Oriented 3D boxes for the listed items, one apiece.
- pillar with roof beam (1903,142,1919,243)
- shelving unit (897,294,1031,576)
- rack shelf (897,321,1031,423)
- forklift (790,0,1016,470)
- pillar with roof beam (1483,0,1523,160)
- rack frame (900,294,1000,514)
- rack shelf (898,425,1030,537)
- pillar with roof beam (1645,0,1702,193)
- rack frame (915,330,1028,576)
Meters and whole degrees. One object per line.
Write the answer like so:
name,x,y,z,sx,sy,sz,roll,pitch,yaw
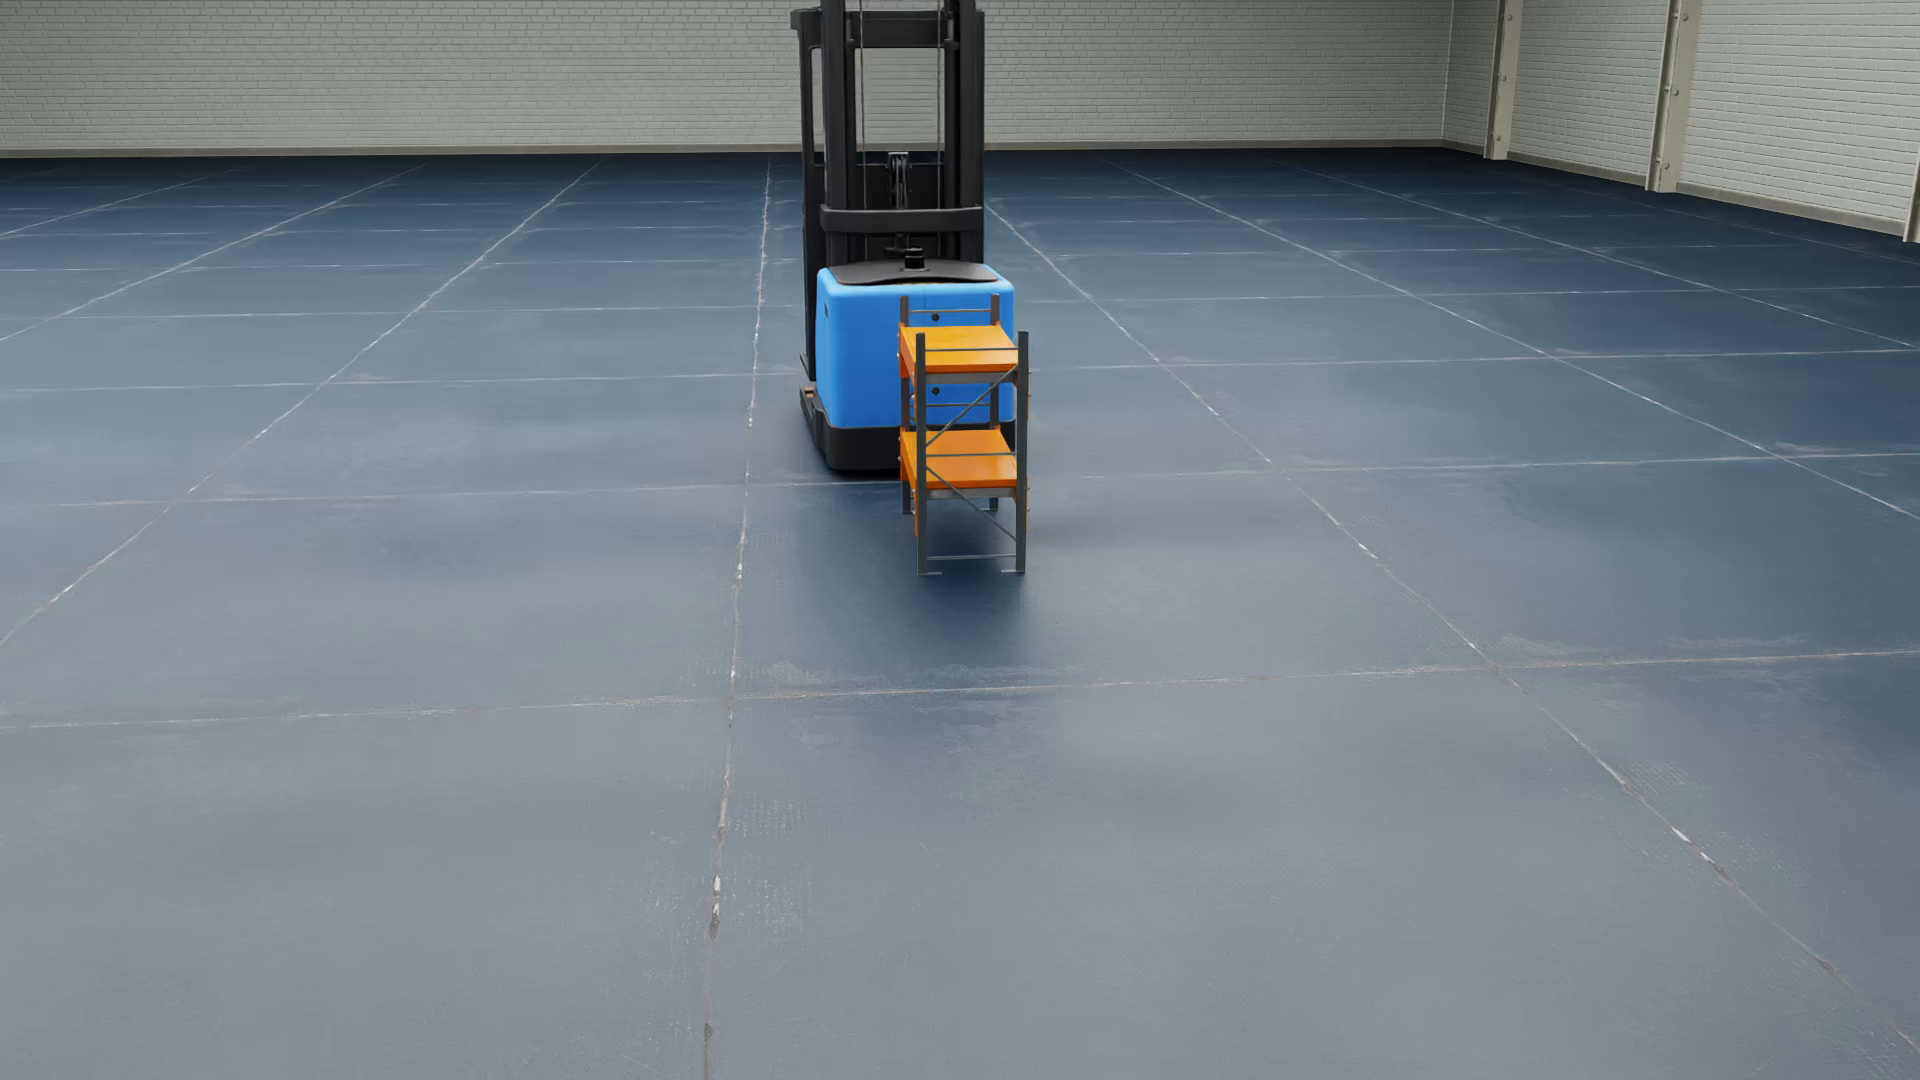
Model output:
pillar with roof beam,6.732,-7.544,17.184,9.100,9.000,0.400,-2,18,-6
shelving unit,0.001,-0.535,8.002,0.538,1.125,1.048,-2,18,-6
rack shelf,0.001,-0.814,7.915,0.538,0.278,1.000,-2,18,-6
forklift,-0.439,-2.180,10.229,1.130,2.935,3.031,-3,18,-9
pillar with roof beam,5.494,-11.119,28.572,9.100,9.000,0.400,-2,18,-6
rack frame,-0.052,-0.686,8.485,0.500,1.125,0.032,-2,18,-6
rack shelf,0.001,-0.301,8.075,0.538,0.278,1.000,-2,18,-6
pillar with roof beam,6.113,-9.332,22.878,9.100,9.000,0.400,-2,18,-6
rack frame,0.053,-0.383,7.520,0.500,1.125,0.032,-2,18,-6
